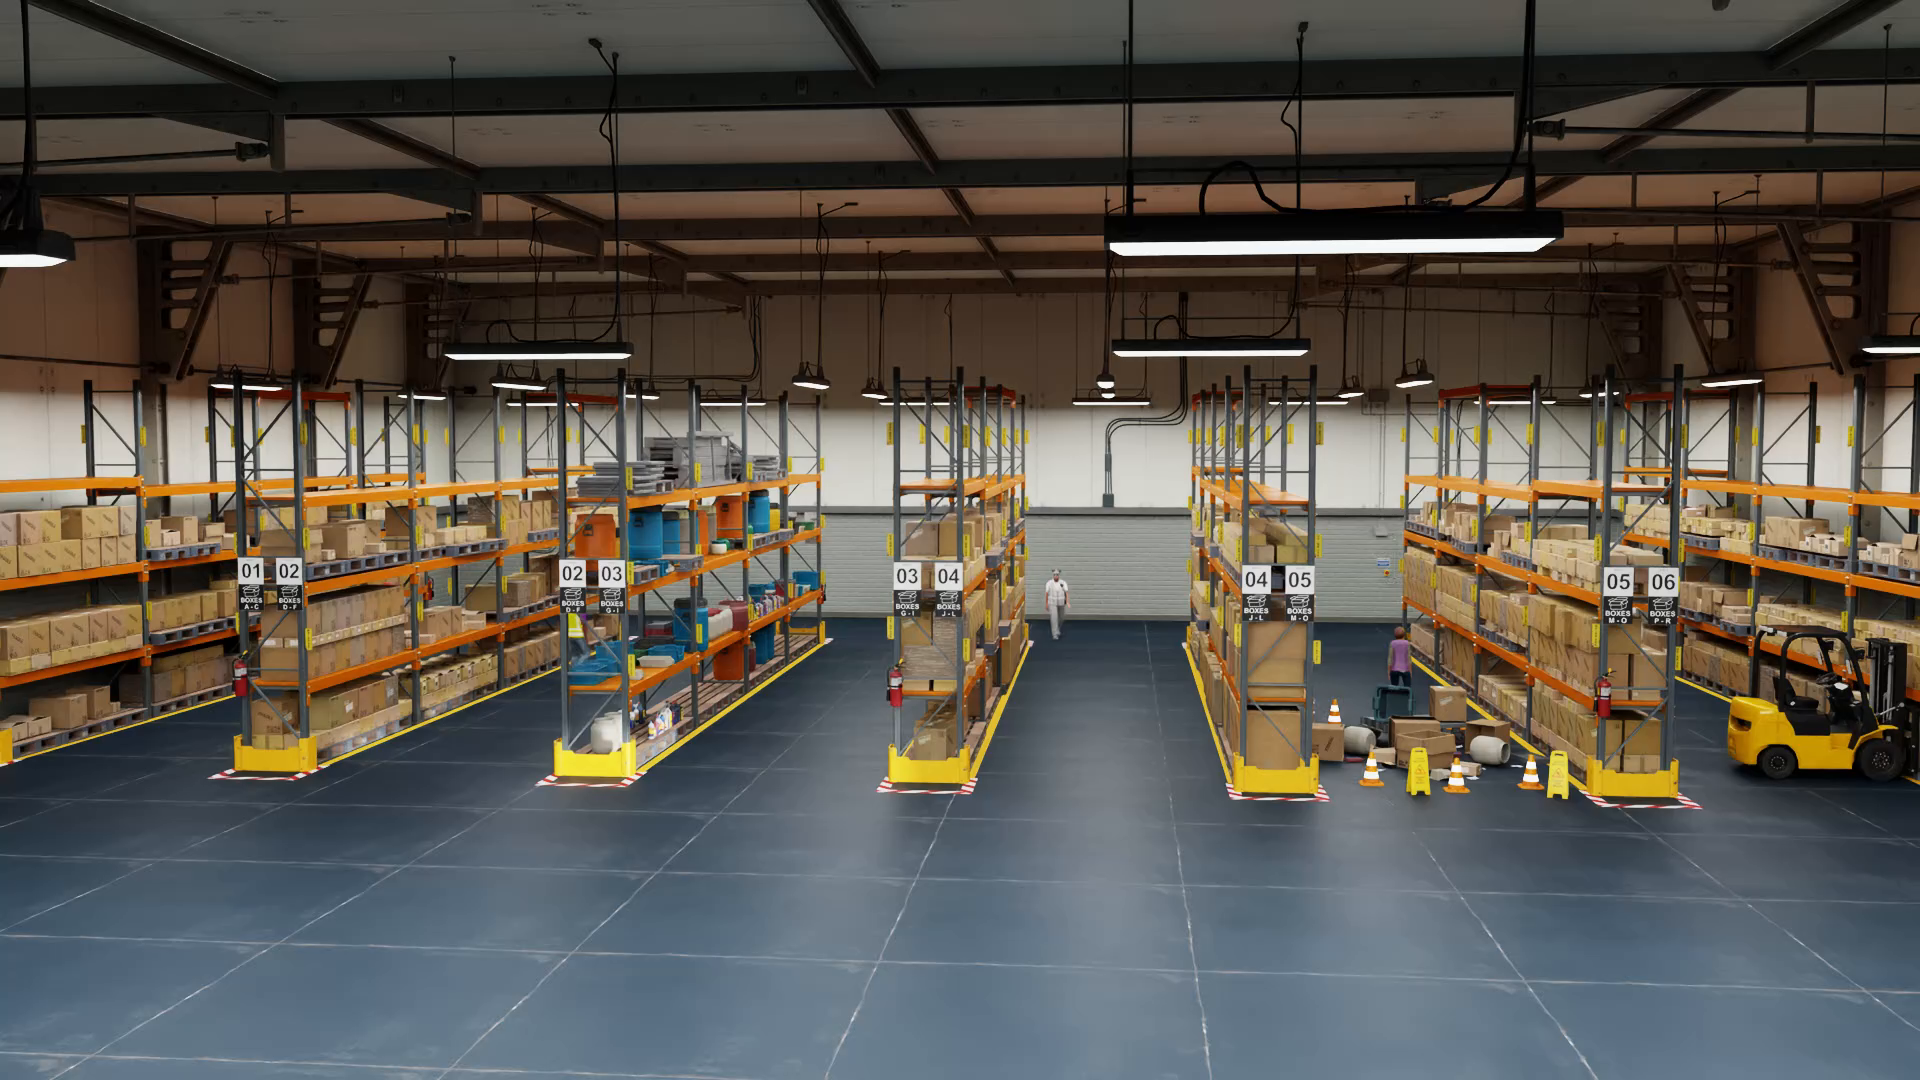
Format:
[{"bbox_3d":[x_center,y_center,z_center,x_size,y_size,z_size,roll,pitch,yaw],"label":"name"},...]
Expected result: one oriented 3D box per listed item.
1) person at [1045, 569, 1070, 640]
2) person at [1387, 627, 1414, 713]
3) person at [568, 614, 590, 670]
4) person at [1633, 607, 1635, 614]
[{"bbox_3d":[2.403,1.569,41.095,0.552,1.717,1.043,-1,4,-9],"label":"person"},{"bbox_3d":[7.886,2.360,29.778,0.462,1.596,0.480,0,4,7],"label":"person"},{"bbox_3d":[-7.884,2.007,34.081,0.609,1.752,0.541,1,4,18],"label":"person"},{"bbox_3d":[12.851,2.132,31.873,0.563,1.755,0.548,-1,4,-13],"label":"person"}]
